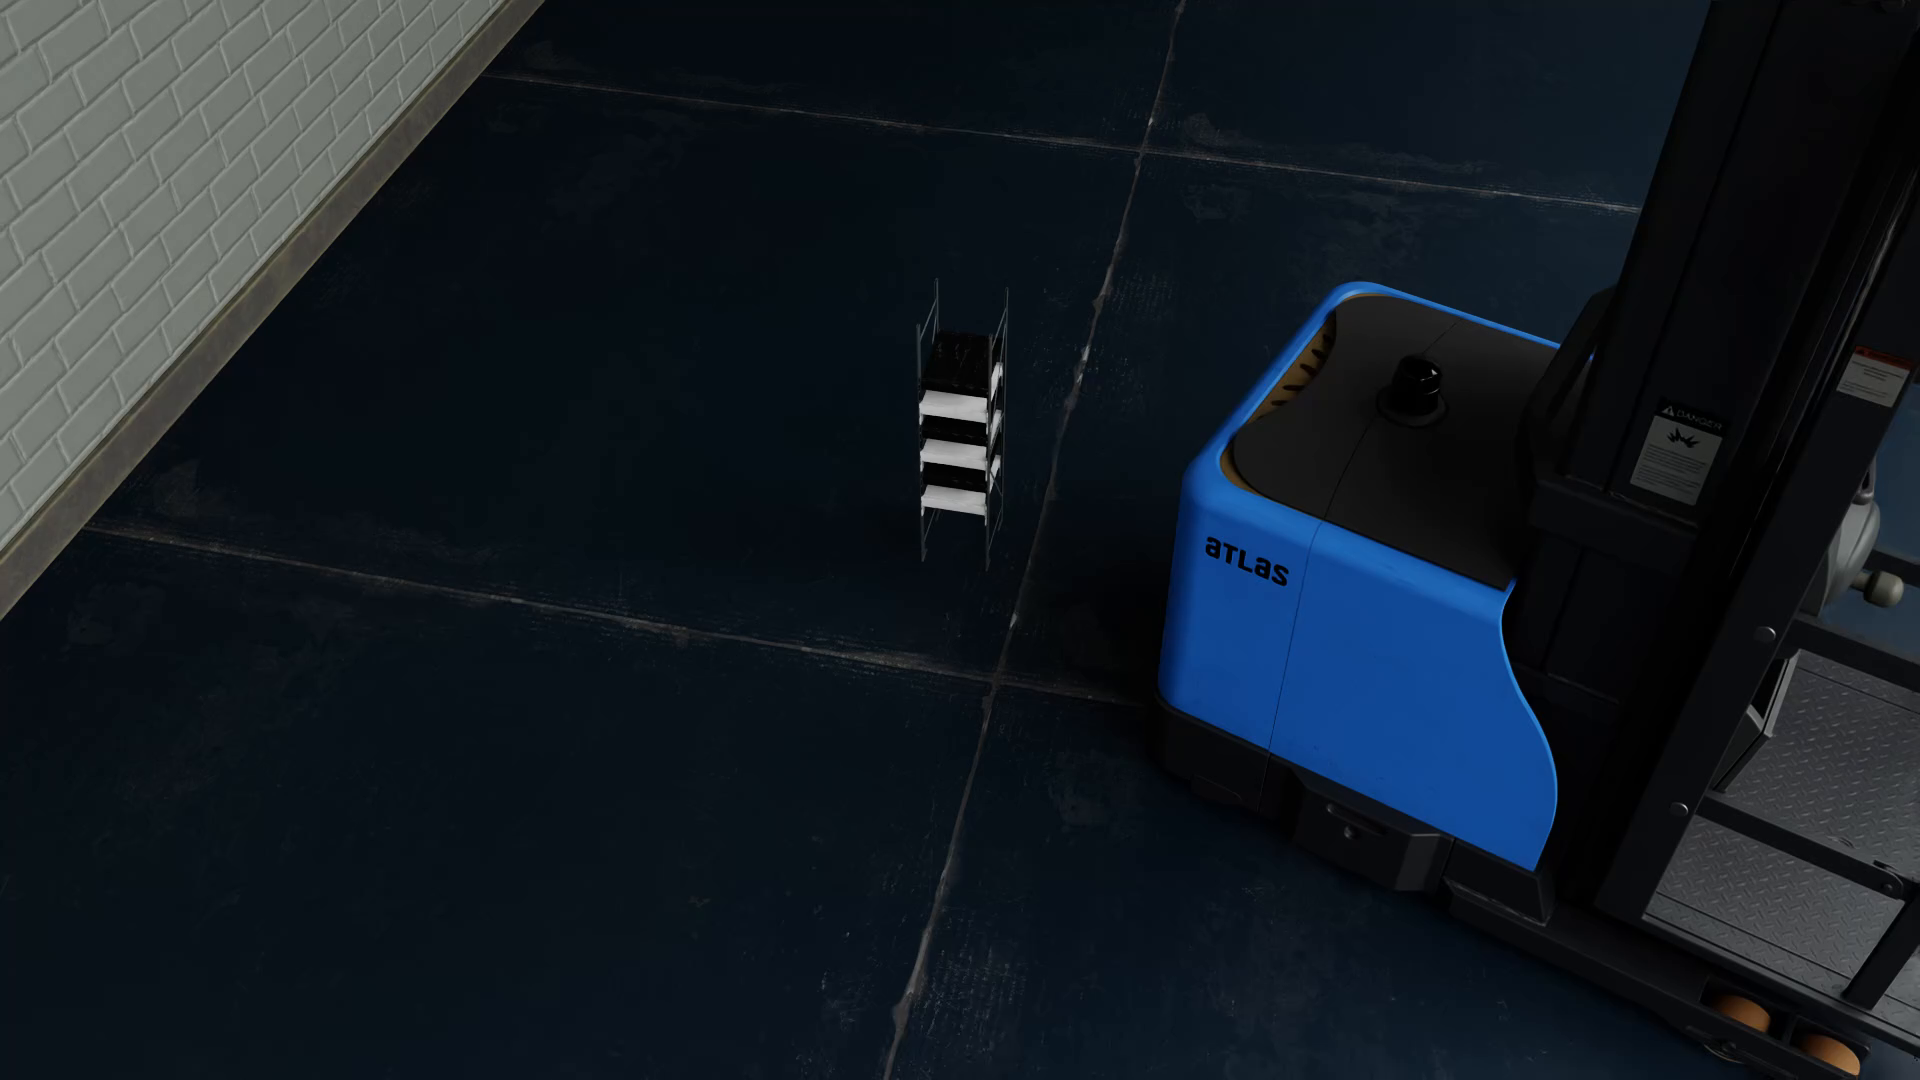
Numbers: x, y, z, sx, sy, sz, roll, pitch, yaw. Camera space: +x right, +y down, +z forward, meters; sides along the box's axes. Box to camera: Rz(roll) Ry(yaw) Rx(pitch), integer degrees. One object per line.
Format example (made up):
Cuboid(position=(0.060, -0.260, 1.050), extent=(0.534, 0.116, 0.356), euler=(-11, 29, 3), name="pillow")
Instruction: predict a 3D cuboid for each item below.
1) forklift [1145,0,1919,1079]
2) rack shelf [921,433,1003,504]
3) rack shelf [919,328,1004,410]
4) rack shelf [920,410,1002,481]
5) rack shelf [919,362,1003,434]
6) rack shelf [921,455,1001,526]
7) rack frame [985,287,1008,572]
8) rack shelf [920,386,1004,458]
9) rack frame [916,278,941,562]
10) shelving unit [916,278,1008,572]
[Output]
Cuboid(position=(2.027, -0.169, 3.312), extent=(3.031, 2.935, 1.130), euler=(24, 49, 23), name="forklift")
Cuboid(position=(0.008, -0.234, 5.022), extent=(0.200, 0.077, 0.258), euler=(9, 45, 9), name="rack shelf")
Cuboid(position=(0.008, -0.493, 4.773), extent=(0.200, 0.077, 0.258), euler=(9, 45, 9), name="rack shelf")
Cuboid(position=(0.008, -0.299, 4.960), extent=(0.200, 0.077, 0.258), euler=(9, 45, 9), name="rack shelf")
Cuboid(position=(0.008, -0.429, 4.835), extent=(0.200, 0.077, 0.258), euler=(9, 45, 9), name="rack shelf")
Cuboid(position=(0.008, -0.169, 5.085), extent=(0.200, 0.077, 0.258), euler=(9, 45, 9), name="rack shelf")
Cuboid(position=(0.107, -0.308, 4.921), extent=(0.006, 0.900, 0.240), euler=(9, 45, 9), name="rack frame")
Cuboid(position=(0.008, -0.364, 4.897), extent=(0.200, 0.077, 0.258), euler=(9, 45, 9), name="rack shelf")
Cuboid(position=(-0.091, -0.338, 4.953), extent=(0.006, 0.900, 0.240), euler=(9, 45, 9), name="rack frame")
Cuboid(position=(0.008, -0.323, 4.937), extent=(0.210, 0.900, 0.258), euler=(9, 45, 9), name="shelving unit")
